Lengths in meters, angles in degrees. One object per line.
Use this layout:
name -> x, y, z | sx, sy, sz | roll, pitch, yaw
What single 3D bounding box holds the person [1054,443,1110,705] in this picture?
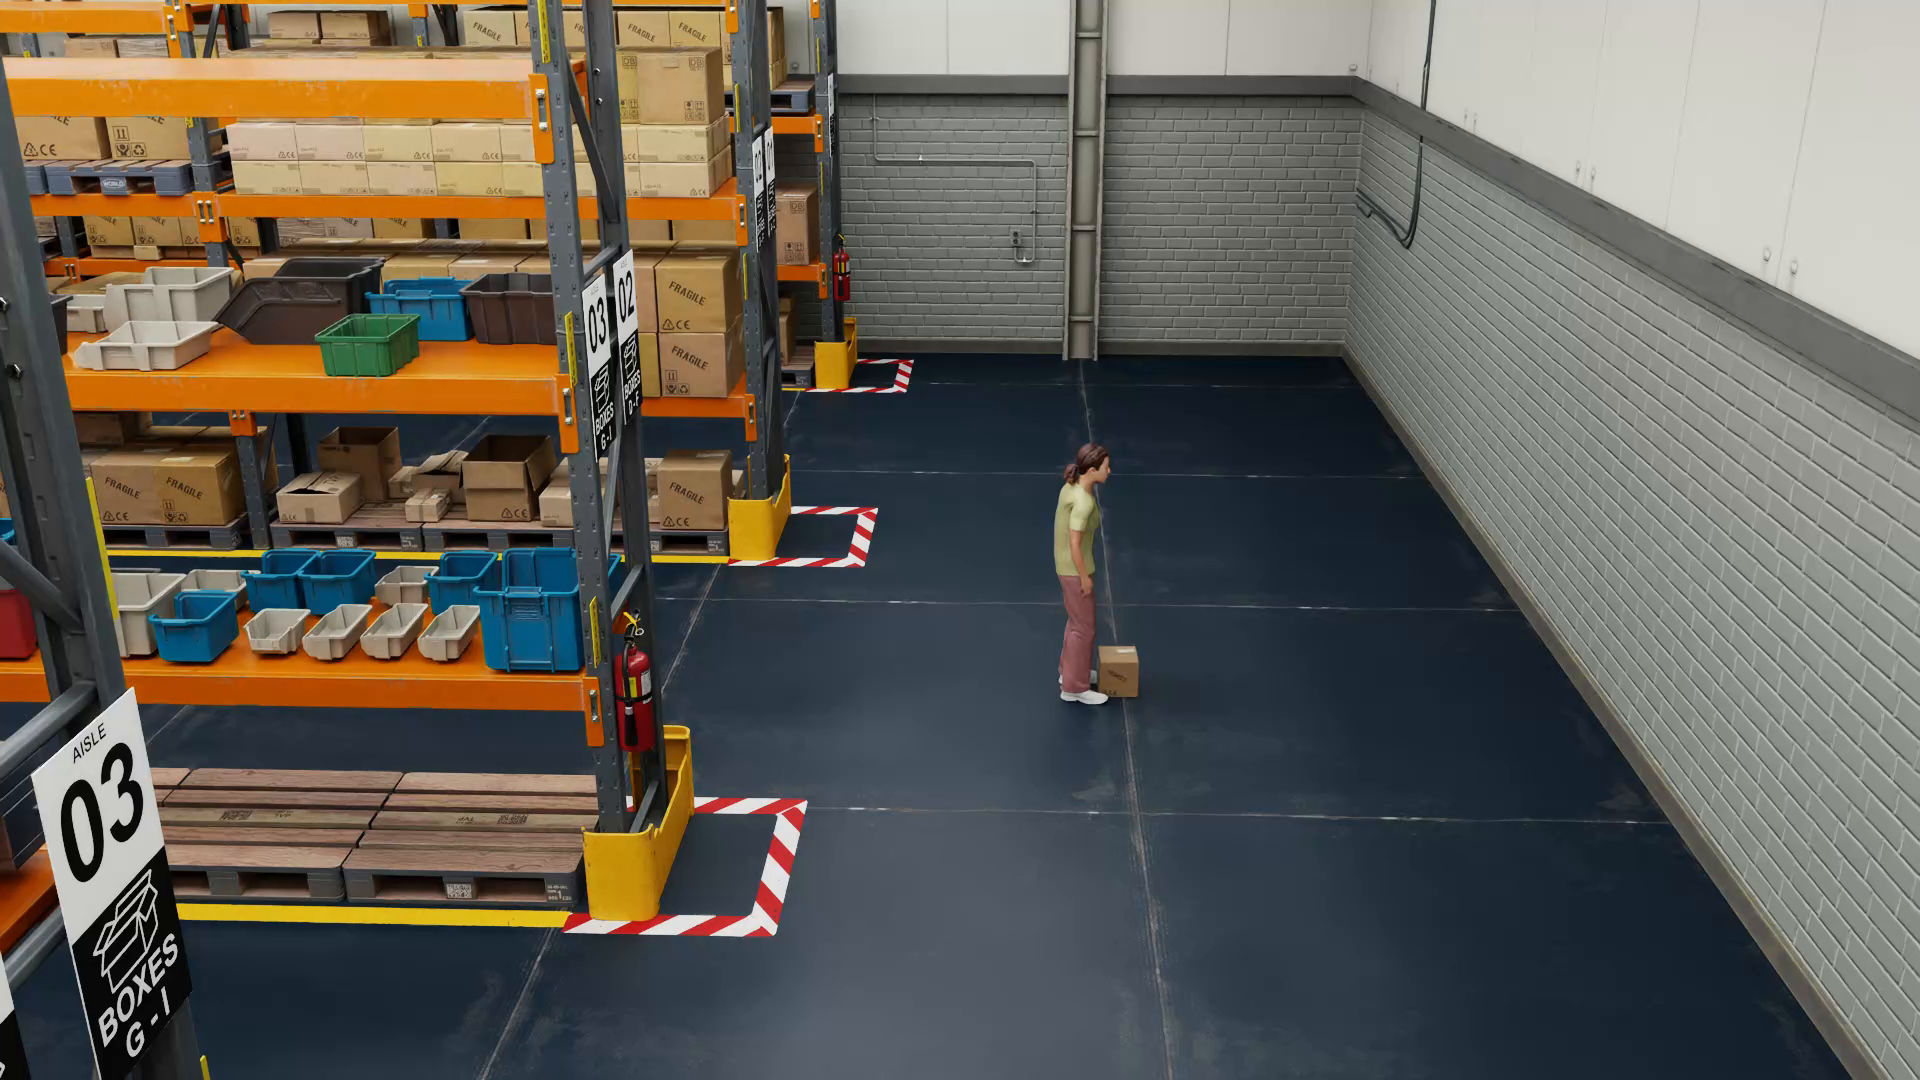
person -> 0.776, 0.192, 10.578 | 0.363, 1.672, 0.498 | 0, 21, 0
